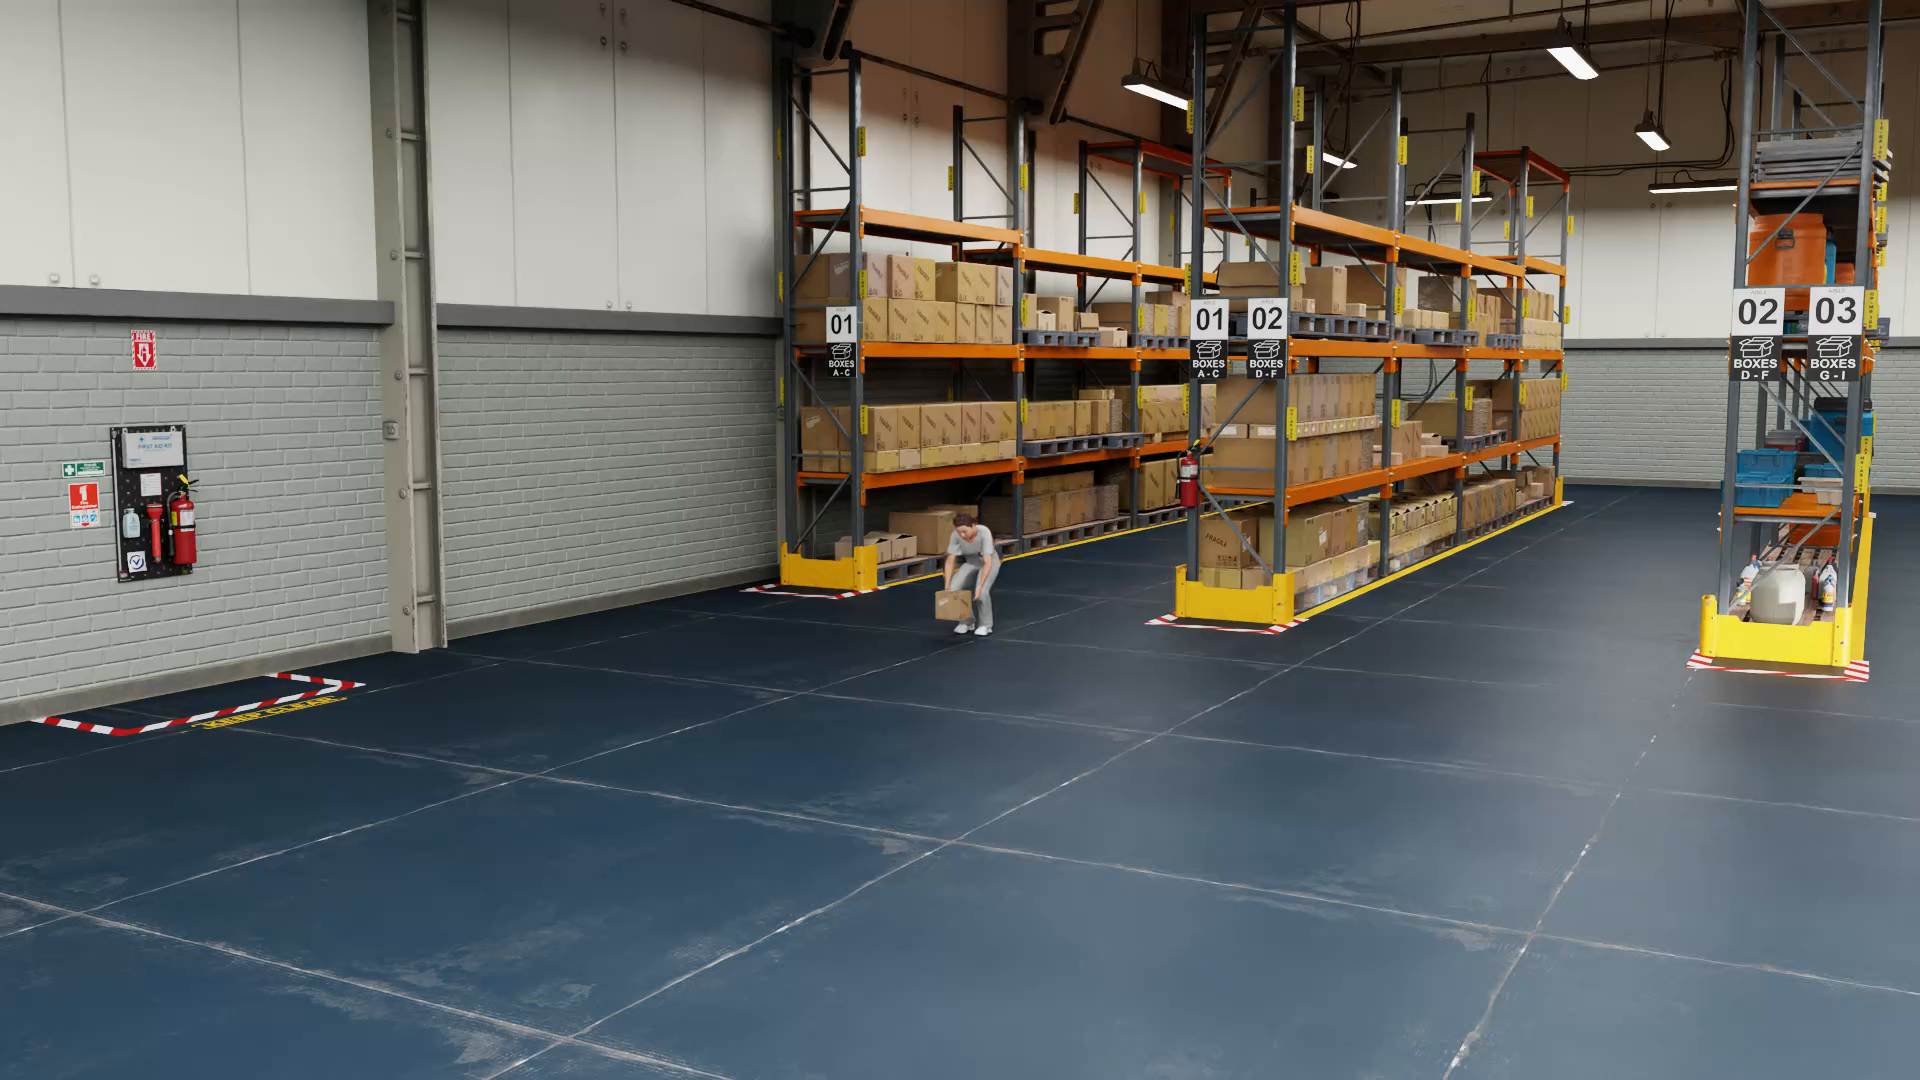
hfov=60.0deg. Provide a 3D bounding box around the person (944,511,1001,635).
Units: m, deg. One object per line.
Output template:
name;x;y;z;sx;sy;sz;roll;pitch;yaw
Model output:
person;0.141;0.302;15.784;0.495;1.194;0.725;3;7;29
